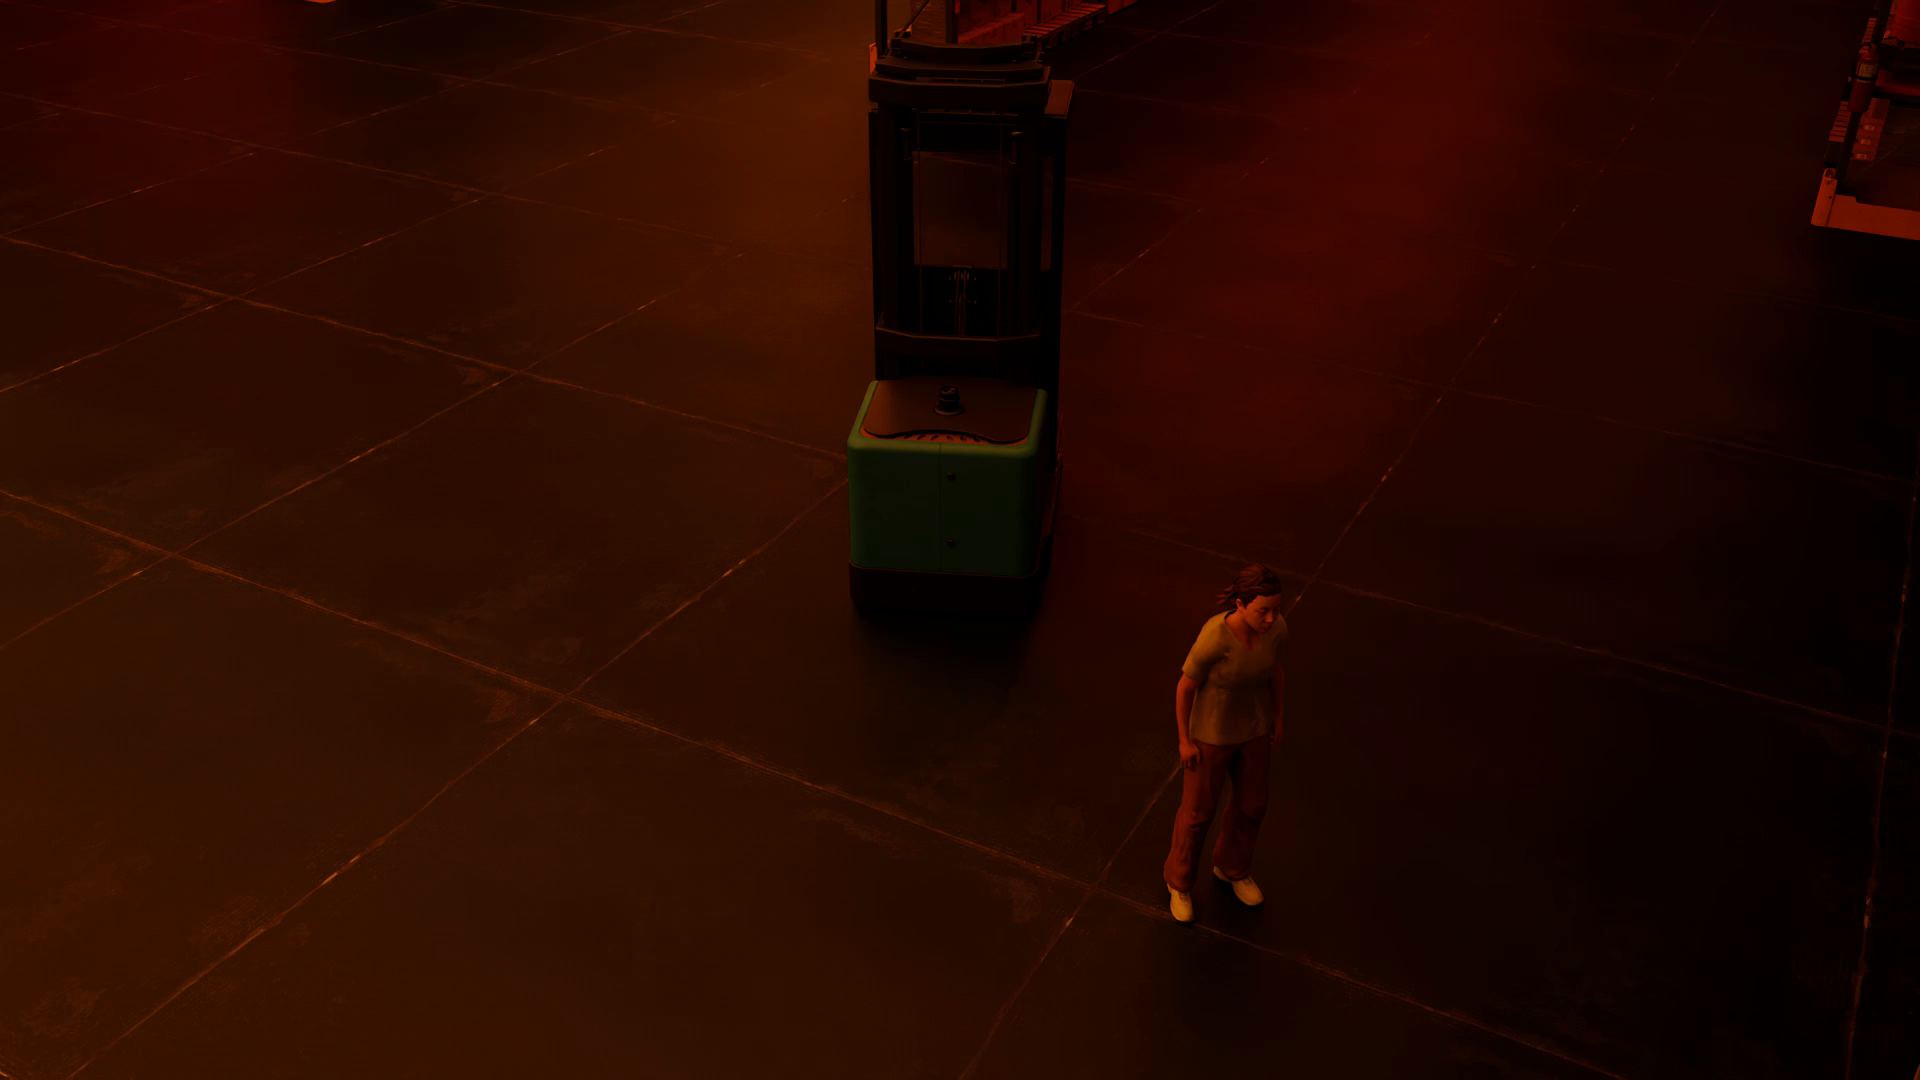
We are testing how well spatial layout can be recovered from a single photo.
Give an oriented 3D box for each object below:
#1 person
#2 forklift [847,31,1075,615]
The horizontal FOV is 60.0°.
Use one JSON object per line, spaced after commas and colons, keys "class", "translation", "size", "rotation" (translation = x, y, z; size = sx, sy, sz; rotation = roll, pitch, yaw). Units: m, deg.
{"class": "person", "translation": [1.129, 0.817, 6.915], "size": [0.521, 1.672, 0.360], "rotation": [-11, 32, -19]}
{"class": "forklift", "translation": [0.072, -1.572, 9.794], "size": [1.130, 2.935, 3.031], "rotation": [3, 30, 6]}
